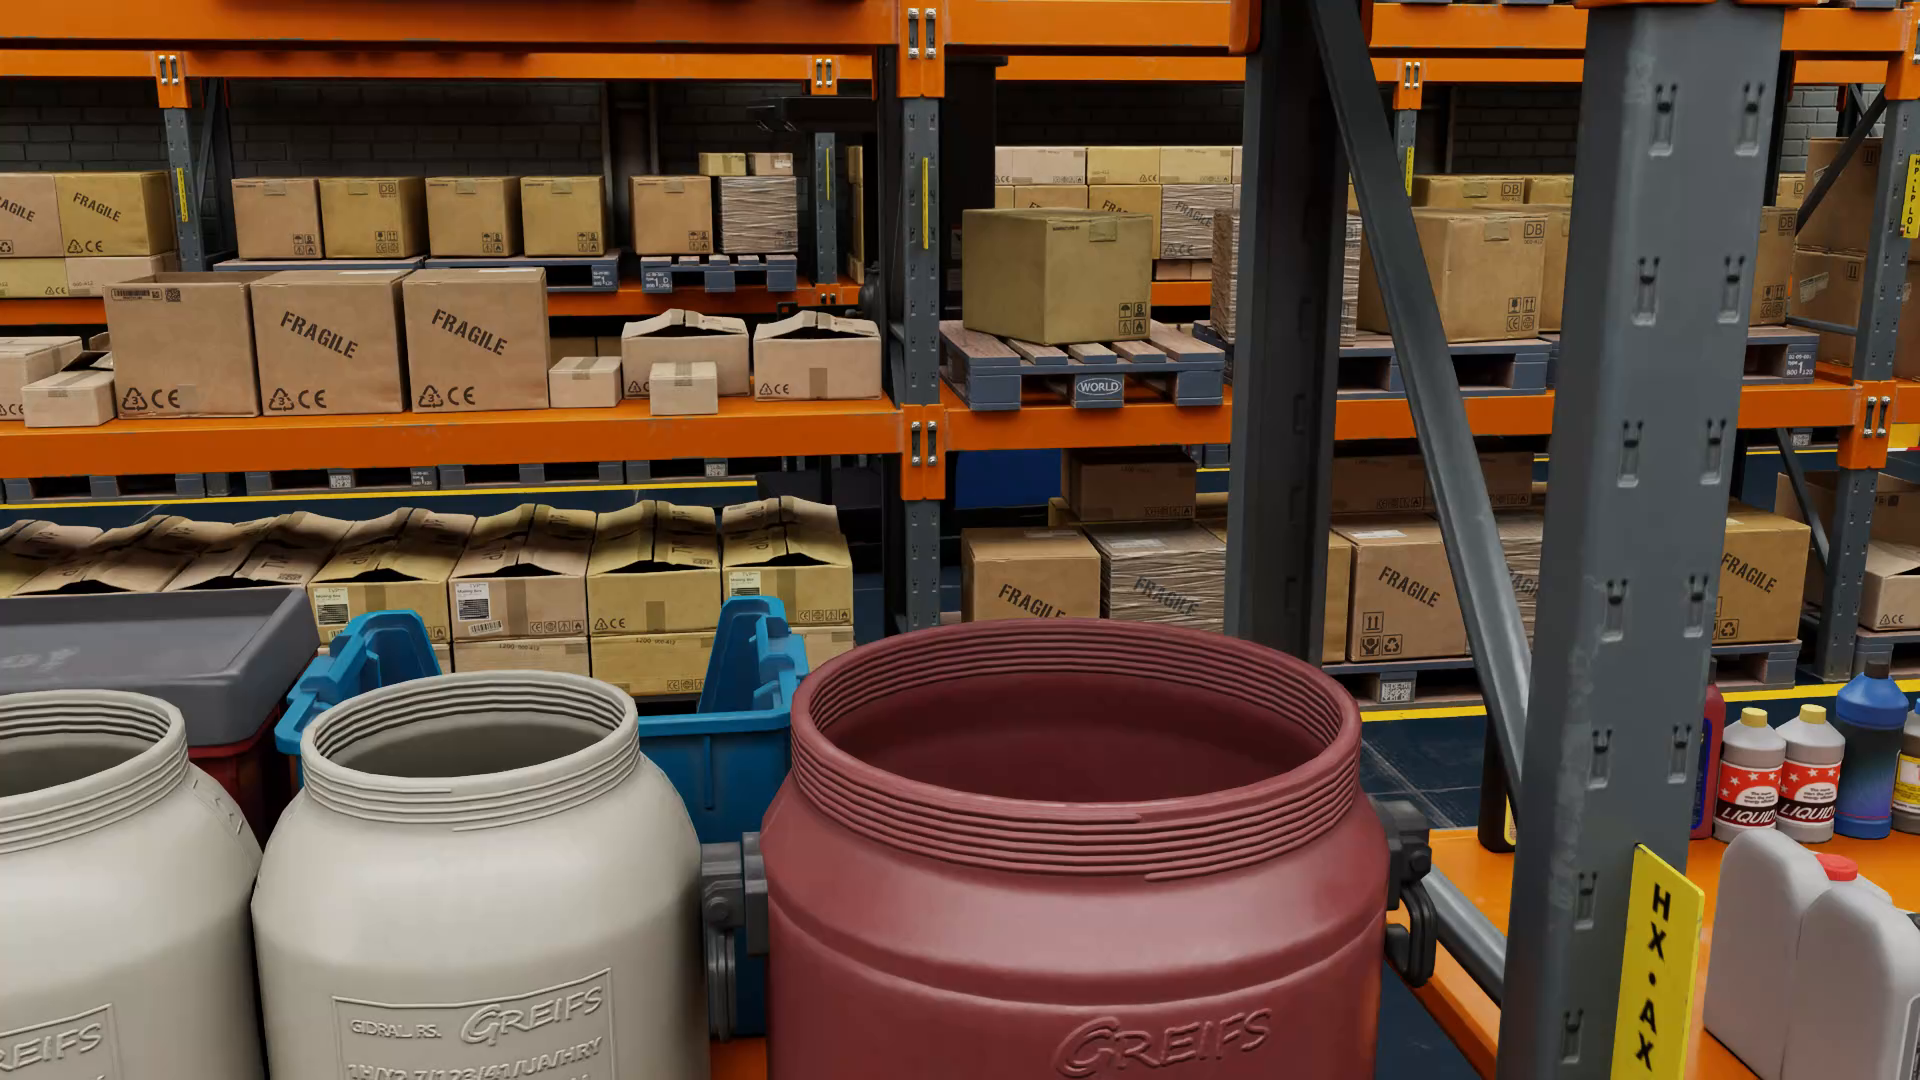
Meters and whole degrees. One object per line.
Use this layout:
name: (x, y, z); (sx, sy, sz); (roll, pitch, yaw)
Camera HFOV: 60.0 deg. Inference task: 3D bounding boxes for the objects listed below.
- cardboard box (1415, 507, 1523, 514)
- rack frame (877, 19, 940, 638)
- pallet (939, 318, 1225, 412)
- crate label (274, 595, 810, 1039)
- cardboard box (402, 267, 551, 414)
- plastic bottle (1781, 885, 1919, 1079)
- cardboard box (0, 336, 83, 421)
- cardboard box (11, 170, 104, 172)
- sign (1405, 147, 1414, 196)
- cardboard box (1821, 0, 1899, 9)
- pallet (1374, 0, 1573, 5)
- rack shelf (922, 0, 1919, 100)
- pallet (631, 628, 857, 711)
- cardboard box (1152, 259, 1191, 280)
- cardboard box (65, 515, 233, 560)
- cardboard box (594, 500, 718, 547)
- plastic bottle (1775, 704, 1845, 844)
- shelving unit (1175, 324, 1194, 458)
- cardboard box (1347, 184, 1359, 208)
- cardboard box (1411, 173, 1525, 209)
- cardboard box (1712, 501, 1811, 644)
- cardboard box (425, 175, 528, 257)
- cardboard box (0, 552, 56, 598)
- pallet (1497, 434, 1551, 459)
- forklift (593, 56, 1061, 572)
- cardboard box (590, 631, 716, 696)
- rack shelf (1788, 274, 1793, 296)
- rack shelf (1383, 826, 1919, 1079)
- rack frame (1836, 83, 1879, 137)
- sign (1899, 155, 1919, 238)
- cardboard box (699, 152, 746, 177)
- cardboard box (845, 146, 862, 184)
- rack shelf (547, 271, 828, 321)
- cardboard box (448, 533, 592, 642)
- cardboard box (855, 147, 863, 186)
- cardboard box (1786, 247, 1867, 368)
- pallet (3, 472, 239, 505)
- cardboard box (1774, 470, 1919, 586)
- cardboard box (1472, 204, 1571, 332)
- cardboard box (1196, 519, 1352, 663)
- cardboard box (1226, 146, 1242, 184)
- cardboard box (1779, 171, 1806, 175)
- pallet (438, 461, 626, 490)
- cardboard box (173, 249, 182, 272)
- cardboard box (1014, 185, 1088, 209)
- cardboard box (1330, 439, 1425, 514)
cardboard box: (2.206, 0.046, 7.607); (0.500, 0.500, 0.500); (-2, 14, -8)
rack frame: (-0.213, -0.805, 6.767); (0.127, 3.000, 1.000); (-2, 14, -8)
pallet: (0.447, -0.754, 6.956); (1.003, 0.211, 1.213); (-2, 14, -8)
crate label: (-0.502, 0.340, 2.127); (0.616, 0.435, 0.502); (-2, 14, -8)
cardboard box: (-1.870, -0.789, 6.497); (0.500, 0.500, 0.500); (-3, 14, -11)
plastic bottle: (0.997, 0.508, 1.783); (0.135, 0.276, 0.152); (-2, 14, -8)
cardboard box: (-3.688, -0.616, 6.320); (0.500, 0.250, 0.500); (-1, 14, -5)
cardboard box: (-5.918, -2.168, 10.926); (0.500, 0.500, 0.500); (-2, 14, -9)
sign: (3.091, -2.535, 11.446); (0.005, 0.325, 0.100); (-2, 14, -8)
cardboard box: (4.183, -2.414, 7.324); (0.500, 0.250, 0.500); (-2, 14, -8)
pallet: (2.062, -2.269, 6.823); (1.003, 0.211, 1.213); (-2, 14, -8)
rack shelf: (1.764, -1.984, 6.779); (4.000, 0.370, 1.077); (-2, 14, -8)
pallet: (-1.033, 0.568, 7.025); (1.213, 0.211, 1.003); (-2, 14, -8)
cardboard box: (1.446, -1.914, 11.662); (0.250, 0.149, 0.380); (-2, 14, -10)
cardboard box: (-3.297, 0.093, 6.819); (0.500, 0.311, 0.500); (-2, 14, -7)
cardboard box: (-1.293, 0.022, 7.104); (0.500, 0.311, 0.500); (-2, 14, -10)
plastic bottle: (1.299, 0.354, 2.554); (0.097, 0.201, 0.097); (0, 14, 0)
shelving unit: (1.102, -0.663, 9.900); (0.503, 1.200, 0.258); (-4, 15, -16)
cardboard box: (2.581, -2.267, 11.737); (0.500, 0.500, 0.500); (-2, 14, -9)
cardboard box: (3.539, -2.303, 12.122); (0.700, 0.700, 0.980); (-2, 14, -7)
cardboard box: (3.297, 0.135, 7.250); (0.500, 0.500, 0.500); (-2, 14, -9)
cardboard box: (-3.202, -2.174, 11.114); (0.500, 0.500, 0.700); (0, 14, -1)
cardboard box: (-3.723, 0.242, 6.225); (0.500, 0.311, 0.500); (-2, 14, -8)
pallet: (3.764, -0.798, 12.470); (1.213, 0.211, 1.003); (-2, 14, -8)
forklift: (-0.604, -1.379, 9.193); (3.031, 2.935, 1.130); (-4, 15, -16)
cardboard box: (-1.206, 0.422, 6.663); (0.500, 0.250, 0.500); (-2, 14, -9)
rack shelf: (4.978, -1.865, 12.472); (4.000, 0.370, 1.077); (-2, 14, -8)
rack shelf: (2.499, 0.663, 2.392); (4.000, 0.370, 1.077); (-2, 14, -8)
rack frame: (6.956, -2.287, 12.674); (0.127, 3.000, 1.000); (-2, 14, -8)
sign: (3.828, -1.379, 6.673); (0.005, 0.325, 0.100); (-2, 14, -8)
cardboard box: (-1.608, -2.538, 11.234); (0.250, 0.149, 0.380); (-5, 15, -18)
cardboard box: (-0.545, -2.642, 11.690); (0.500, 0.250, 0.500); (-2, 14, -7)
rack shelf: (-2.933, -1.575, 11.316); (4.000, 0.370, 1.077); (-2, 14, -8)
cardboard box: (-1.707, 0.169, 6.519); (0.500, 0.311, 0.500); (-2, 14, -9)
cardboard box: (-0.439, -2.519, 11.198); (0.500, 0.250, 0.500); (-2, 14, -7)
cardboard box: (4.198, -1.079, 7.651); (0.500, 0.500, 0.500); (-2, 14, -7)
pallet: (-5.569, -0.467, 11.148); (1.213, 0.211, 1.003); (-2, 14, -8)
cardboard box: (4.263, -0.040, 7.950); (0.500, 0.500, 0.500); (-2, 14, -8)
cardboard box: (2.570, -1.199, 7.268); (0.500, 0.500, 0.700); (0, 14, 1)
cardboard box: (1.293, 0.209, 6.958); (0.500, 0.500, 0.500); (-2, 14, -9)
cardboard box: (2.070, -2.613, 11.576); (0.500, 0.250, 0.500); (-2, 14, -7)
cardboard box: (6.453, -2.411, 12.554); (0.700, 0.700, 0.980); (-1, 14, -6)
pallet: (-2.932, -0.573, 11.573); (1.213, 0.211, 1.003); (-2, 14, -8)
cardboard box: (-5.407, -1.823, 11.093); (0.500, 0.250, 0.500); (-2, 14, -8)
cardboard box: (0.574, -2.190, 11.429); (0.500, 0.500, 0.500); (-2, 14, -9)
cardboard box: (1.743, -0.302, 7.451); (0.500, 0.250, 0.500); (-2, 14, -9)
